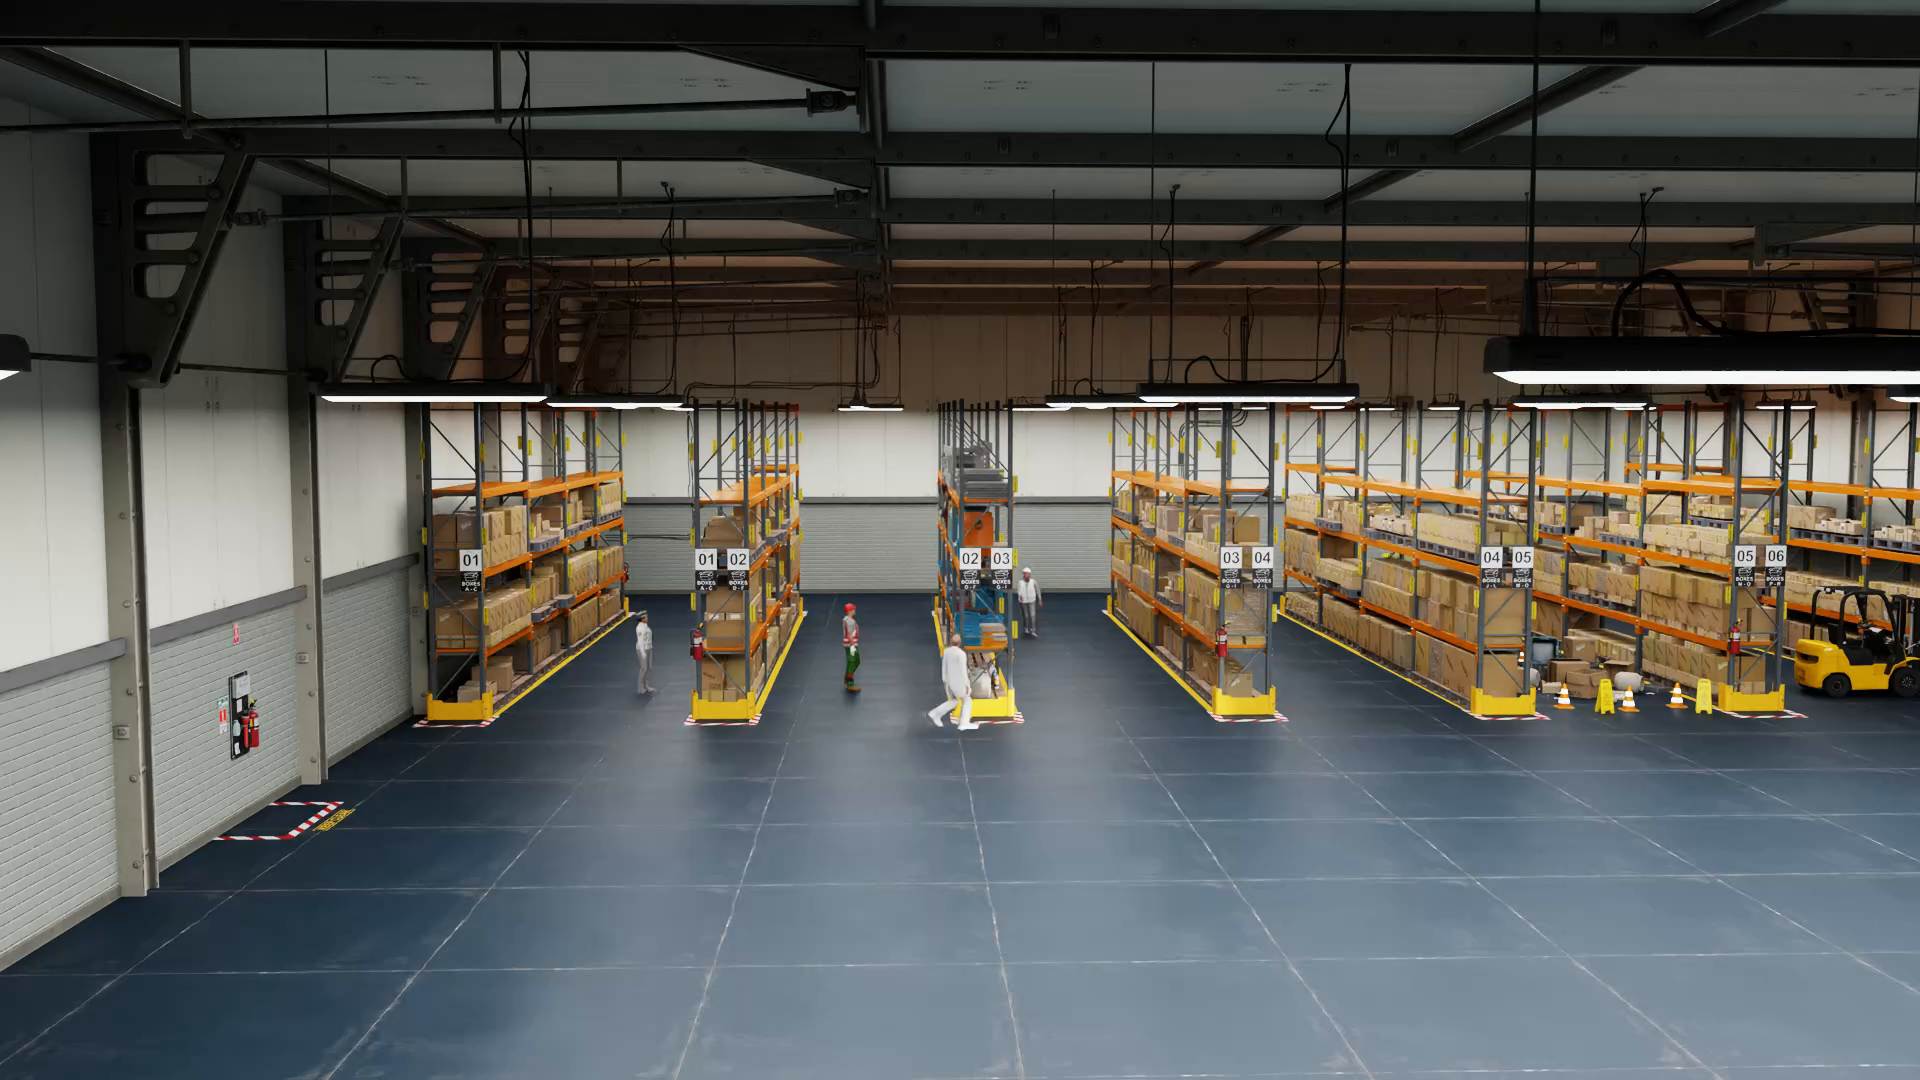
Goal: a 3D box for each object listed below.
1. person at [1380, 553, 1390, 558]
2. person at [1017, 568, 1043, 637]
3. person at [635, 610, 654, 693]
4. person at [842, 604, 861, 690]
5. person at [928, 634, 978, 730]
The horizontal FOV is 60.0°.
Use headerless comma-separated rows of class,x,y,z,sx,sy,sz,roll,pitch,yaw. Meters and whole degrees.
person,12.106,1.227,47.557,0.958,1.725,0.693,3,5,36
person,1.807,1.595,42.937,0.683,1.747,0.837,0,4,-6
person,-6.507,2.321,34.314,0.382,1.761,0.555,1,5,16
person,-2.251,2.220,34.516,0.401,1.812,0.610,0,4,-5
person,-0.110,2.568,29.977,0.898,1.739,0.614,-1,5,-17
